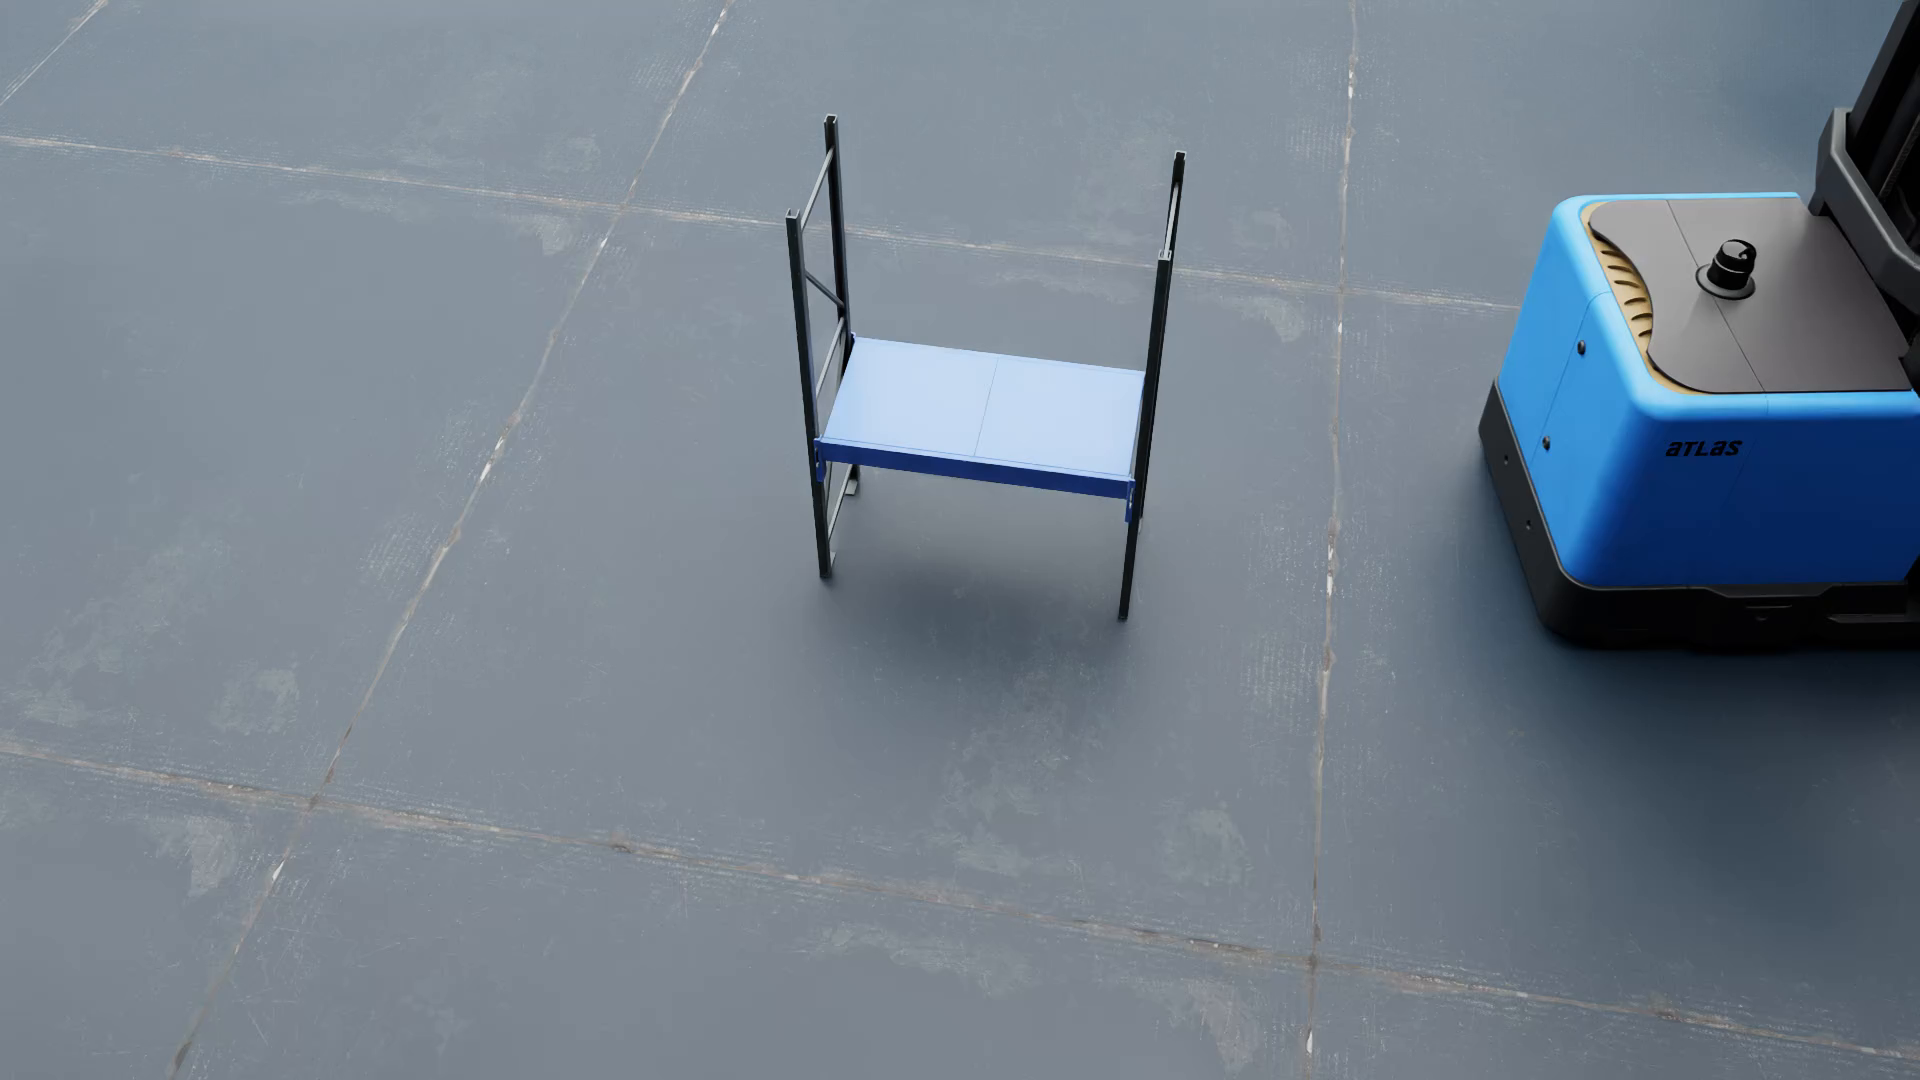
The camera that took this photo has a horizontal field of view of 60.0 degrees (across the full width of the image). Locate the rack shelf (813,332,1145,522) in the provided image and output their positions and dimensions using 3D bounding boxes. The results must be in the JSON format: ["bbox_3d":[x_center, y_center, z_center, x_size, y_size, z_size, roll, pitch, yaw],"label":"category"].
[{"bbox_3d":[0.084,-0.370,5.316,1.000,0.185,0.538,8,49,7],"label":"rack shelf"}]

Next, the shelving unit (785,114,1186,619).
[{"bbox_3d":[0.084,-0.490,5.182,1.048,1.500,0.538,8,49,7],"label":"shelving unit"}]

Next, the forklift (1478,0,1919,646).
[{"bbox_3d":[3.396,-1.031,4.706,3.031,2.935,1.130,-1,48,-1],"label":"forklift"}]

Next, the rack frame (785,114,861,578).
[{"bbox_3d":[-0.416,-0.557,5.242,0.032,1.500,0.500,8,49,7],"label":"rack frame"}]

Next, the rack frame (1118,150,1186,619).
[{"bbox_3d":[0.584,-0.423,5.122,0.032,1.500,0.500,8,49,7],"label":"rack frame"}]
